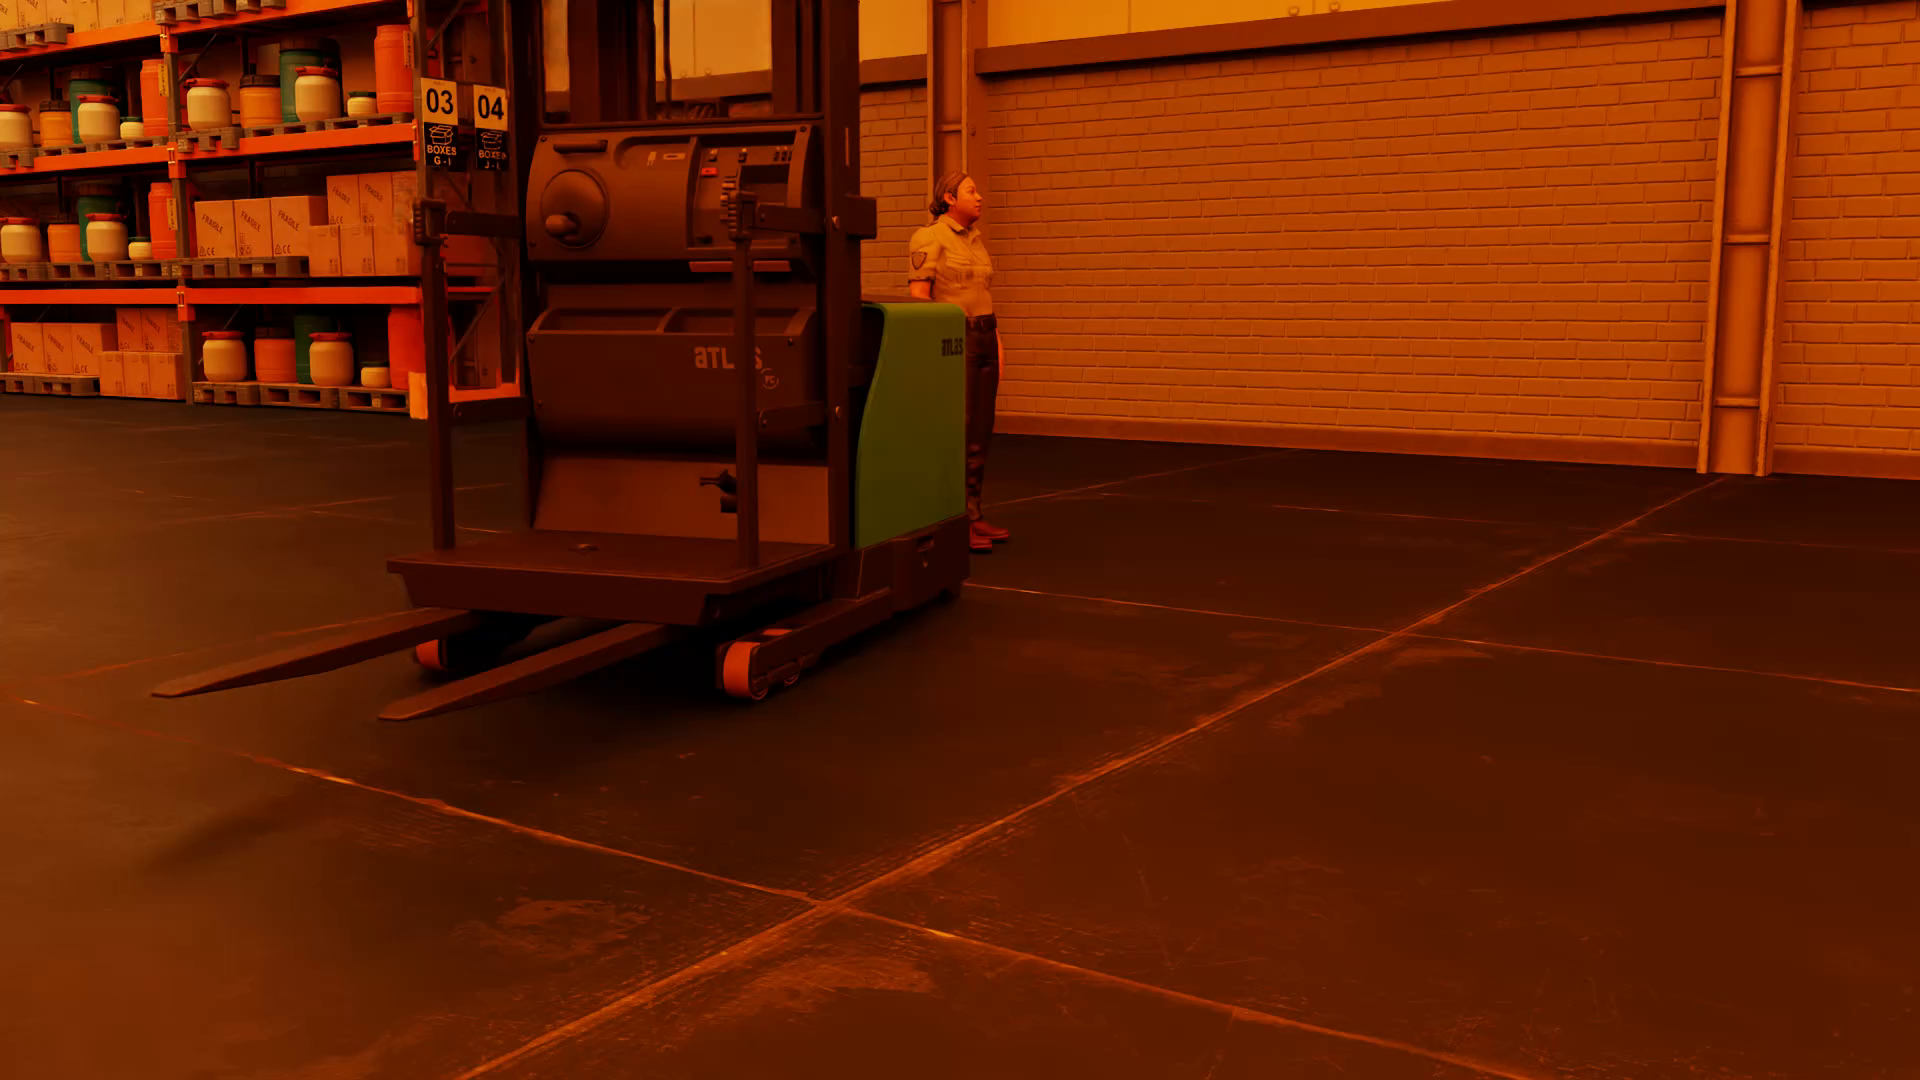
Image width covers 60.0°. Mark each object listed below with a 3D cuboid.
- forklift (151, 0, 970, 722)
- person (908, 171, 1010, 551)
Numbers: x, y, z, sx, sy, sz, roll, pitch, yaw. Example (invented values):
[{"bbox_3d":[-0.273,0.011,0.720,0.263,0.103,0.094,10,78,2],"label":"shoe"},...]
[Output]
[{"bbox_3d":[-0.948,-1.078,4.772,1.130,2.935,3.031,3,9,20],"label":"forklift"},{"bbox_3d":[0.061,-0.814,7.418,0.503,1.651,0.598,5,10,34],"label":"person"}]
